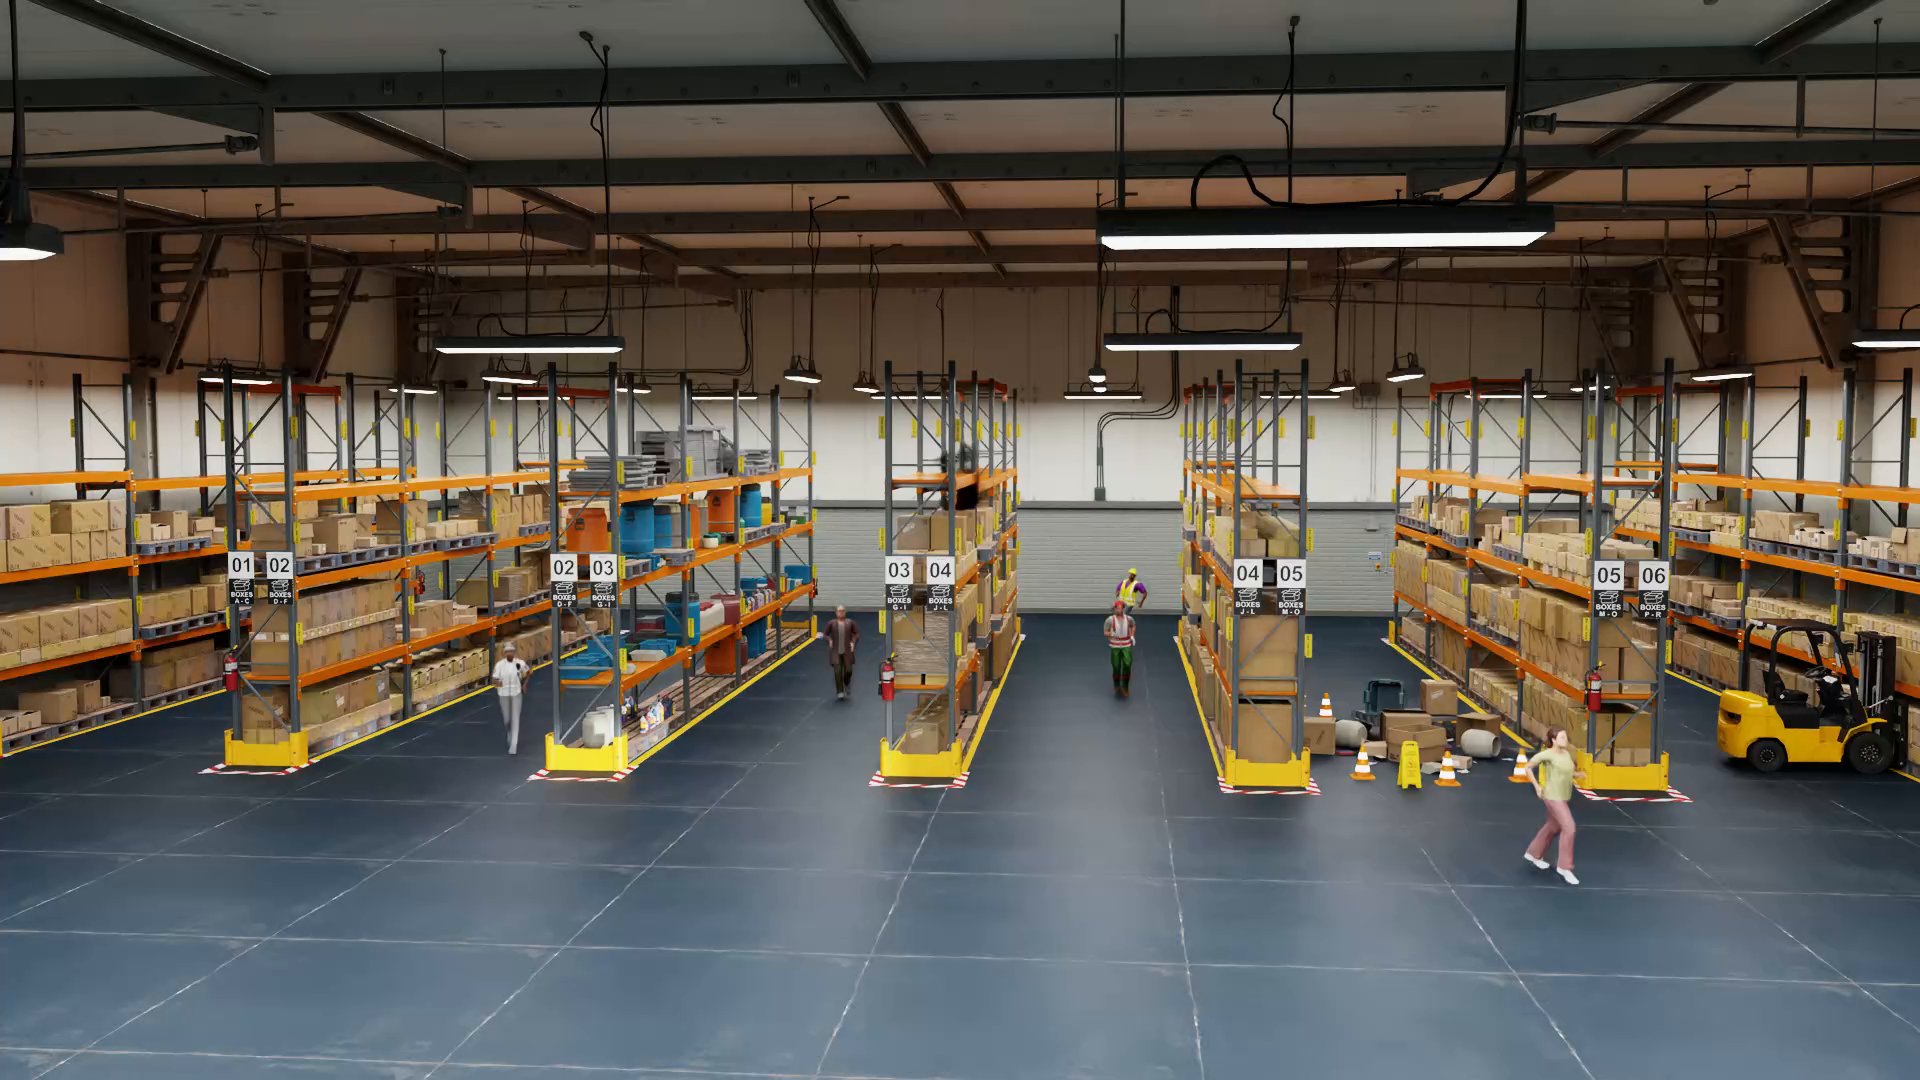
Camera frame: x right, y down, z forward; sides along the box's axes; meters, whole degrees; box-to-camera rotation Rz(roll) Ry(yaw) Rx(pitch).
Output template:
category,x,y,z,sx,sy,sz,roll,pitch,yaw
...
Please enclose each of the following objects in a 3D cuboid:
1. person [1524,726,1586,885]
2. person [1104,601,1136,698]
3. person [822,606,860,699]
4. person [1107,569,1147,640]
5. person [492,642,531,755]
category,x,y,z,sx,sy,sz,roll,pitch,yaw
person,6.659,2.937,18.633,0.549,1.723,0.752,-3,5,-41
person,3.020,2.056,31.342,0.630,1.836,0.764,0,4,0
person,-2.215,2.091,31.064,0.705,1.727,0.660,0,4,-5
person,3.917,1.536,39.415,0.939,1.712,0.759,-3,5,-42
person,-7.021,2.435,26.006,0.581,1.699,0.920,-1,4,-10
